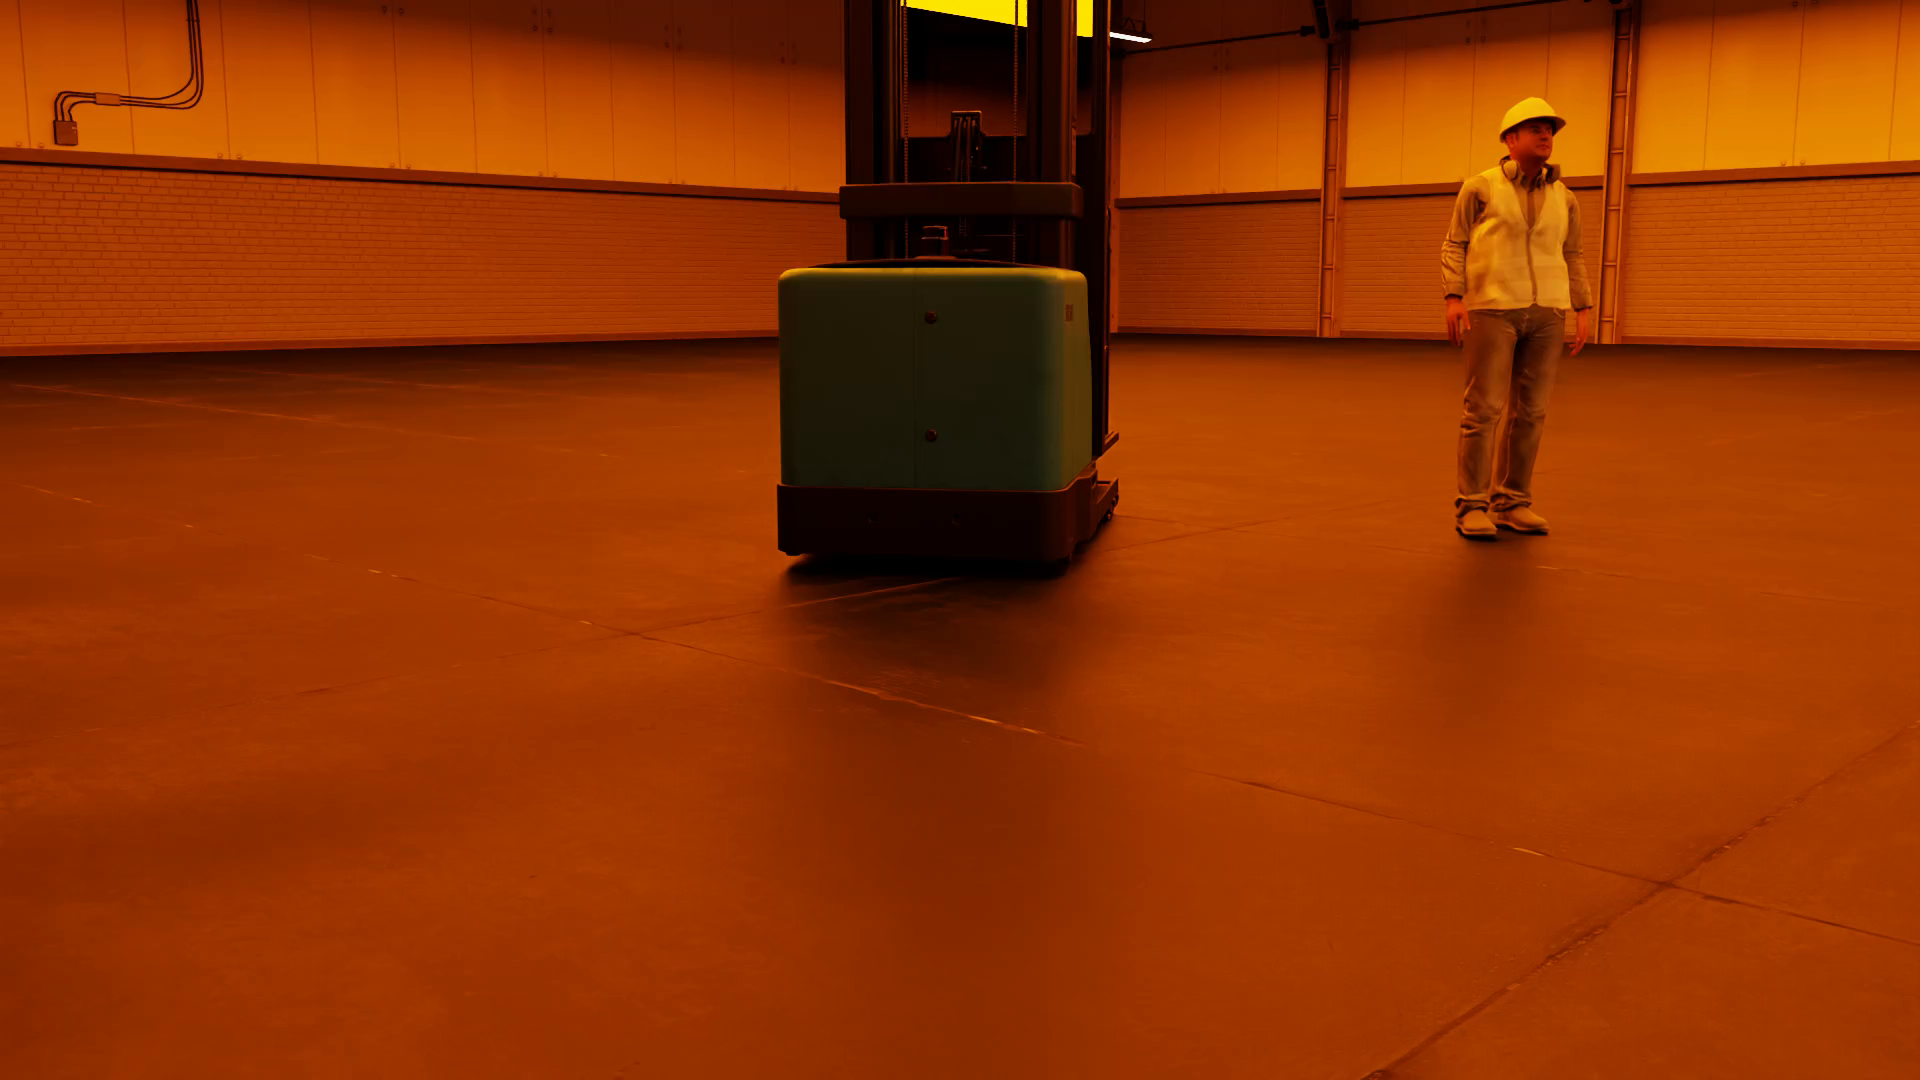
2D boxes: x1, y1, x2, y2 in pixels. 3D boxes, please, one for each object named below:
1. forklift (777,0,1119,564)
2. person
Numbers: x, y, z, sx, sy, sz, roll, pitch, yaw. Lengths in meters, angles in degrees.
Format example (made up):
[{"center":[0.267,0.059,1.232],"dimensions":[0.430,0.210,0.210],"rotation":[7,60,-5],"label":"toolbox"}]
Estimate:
[{"center":[0.112,-1.541,7.107],"dimensions":[1.130,2.935,3.031],"rotation":[2,9,10],"label":"forklift"},{"center":[2.320,-0.921,6.839],"dimensions":[0.636,1.777,0.567],"rotation":[-1,9,-8],"label":"person"}]
